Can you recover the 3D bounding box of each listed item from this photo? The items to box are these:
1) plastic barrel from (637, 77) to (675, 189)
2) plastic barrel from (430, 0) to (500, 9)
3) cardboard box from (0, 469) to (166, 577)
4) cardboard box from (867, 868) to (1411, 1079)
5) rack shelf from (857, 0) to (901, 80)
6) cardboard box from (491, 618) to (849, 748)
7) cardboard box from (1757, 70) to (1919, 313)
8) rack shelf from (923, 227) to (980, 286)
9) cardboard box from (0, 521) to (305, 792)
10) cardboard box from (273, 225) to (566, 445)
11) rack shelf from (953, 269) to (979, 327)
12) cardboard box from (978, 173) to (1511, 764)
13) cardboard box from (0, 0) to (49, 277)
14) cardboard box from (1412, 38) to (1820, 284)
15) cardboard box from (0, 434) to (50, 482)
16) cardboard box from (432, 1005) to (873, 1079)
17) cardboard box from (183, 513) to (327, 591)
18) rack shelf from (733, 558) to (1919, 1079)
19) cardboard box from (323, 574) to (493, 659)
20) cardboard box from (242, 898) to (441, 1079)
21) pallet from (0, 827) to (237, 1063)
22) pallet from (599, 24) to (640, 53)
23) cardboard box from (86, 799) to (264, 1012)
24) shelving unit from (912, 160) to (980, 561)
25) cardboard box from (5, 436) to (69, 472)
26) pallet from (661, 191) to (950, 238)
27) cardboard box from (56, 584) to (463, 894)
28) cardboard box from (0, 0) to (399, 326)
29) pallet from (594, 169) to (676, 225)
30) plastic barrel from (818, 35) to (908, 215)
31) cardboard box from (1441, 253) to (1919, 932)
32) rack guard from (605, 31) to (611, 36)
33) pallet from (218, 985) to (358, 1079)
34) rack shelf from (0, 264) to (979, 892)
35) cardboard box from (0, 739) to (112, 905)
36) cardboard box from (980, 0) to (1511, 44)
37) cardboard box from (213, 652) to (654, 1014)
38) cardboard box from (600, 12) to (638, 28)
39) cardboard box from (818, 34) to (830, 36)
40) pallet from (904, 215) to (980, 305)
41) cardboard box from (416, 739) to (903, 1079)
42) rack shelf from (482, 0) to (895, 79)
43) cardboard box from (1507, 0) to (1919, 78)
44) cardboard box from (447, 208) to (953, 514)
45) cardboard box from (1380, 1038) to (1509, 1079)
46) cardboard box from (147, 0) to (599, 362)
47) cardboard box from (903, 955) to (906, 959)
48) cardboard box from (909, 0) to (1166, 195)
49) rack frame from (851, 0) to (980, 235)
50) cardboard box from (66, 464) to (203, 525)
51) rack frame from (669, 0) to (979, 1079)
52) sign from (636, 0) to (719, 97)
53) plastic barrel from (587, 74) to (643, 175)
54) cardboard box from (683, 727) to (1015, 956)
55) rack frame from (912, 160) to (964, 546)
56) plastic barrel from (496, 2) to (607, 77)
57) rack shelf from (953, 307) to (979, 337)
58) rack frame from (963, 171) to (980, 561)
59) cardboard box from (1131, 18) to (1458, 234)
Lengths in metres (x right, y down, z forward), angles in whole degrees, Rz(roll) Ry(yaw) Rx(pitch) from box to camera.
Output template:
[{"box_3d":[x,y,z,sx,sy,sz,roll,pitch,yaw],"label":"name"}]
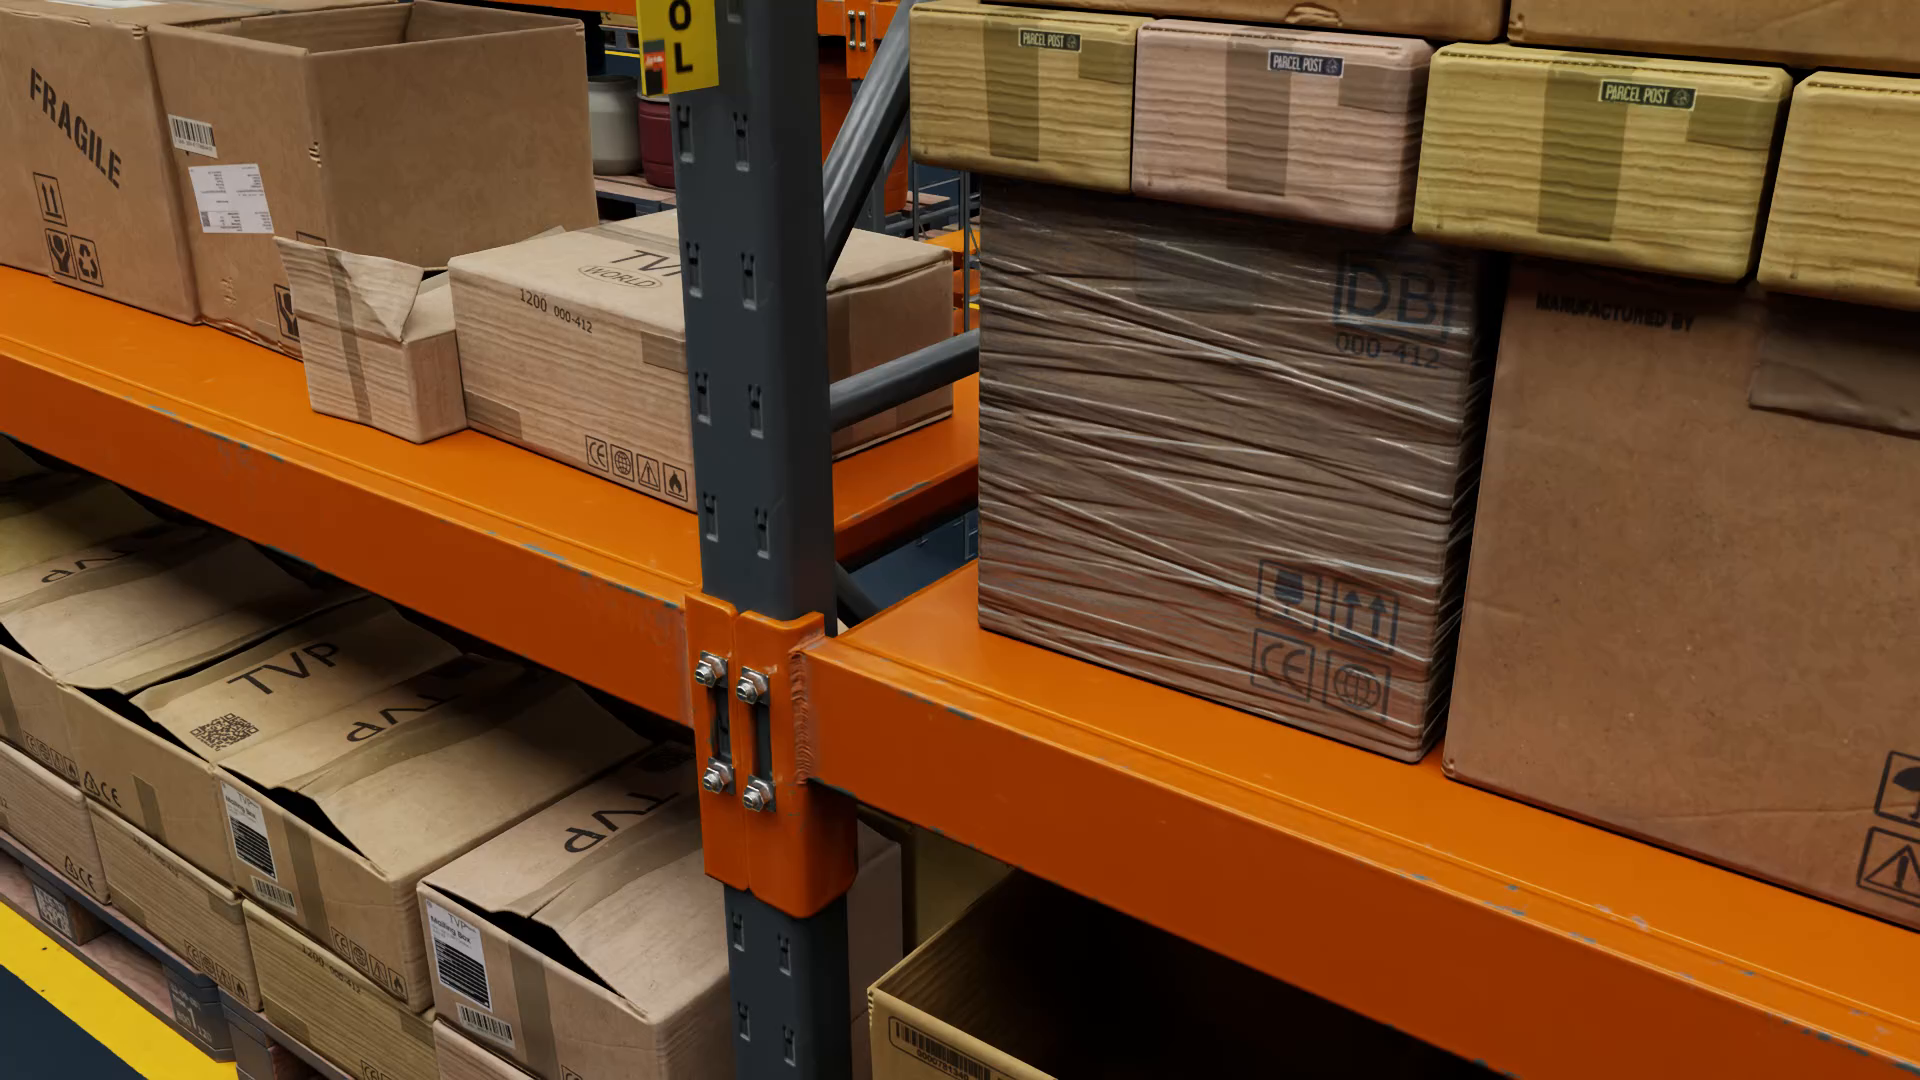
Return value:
[{"box_3d":[-1.470,-2.288,9.192,0.708,0.588,0.600,17,29,33],"label":"plastic barrel"},{"box_3d":[-2.940,-2.875,10.138,0.708,0.901,0.600,17,29,33],"label":"plastic barrel"},{"box_3d":[-2.063,0.063,3.580,0.500,0.311,0.500,16,28,32],"label":"cardboard box"},{"box_3d":[0.246,0.687,1.929,0.500,0.500,0.500,17,29,33],"label":"cardboard box"},{"box_3d":[1.436,-2.000,6.962,4.000,0.370,1.077,17,29,33],"label":"rack shelf"},{"box_3d":[-0.516,0.258,3.139,0.500,0.311,0.500,16,29,33],"label":"cardboard box"},{"box_3d":[0.781,-0.278,1.233,0.250,0.149,0.380,17,29,33],"label":"cardboard box"},{"box_3d":[0.012,-0.834,4.873,0.180,0.103,0.258,17,29,33],"label":"rack shelf"},{"box_3d":[-1.651,0.187,3.299,0.500,0.311,0.500,16,29,33],"label":"cardboard box"},{"box_3d":[-0.751,-0.341,2.470,0.258,0.266,0.396,16,28,32],"label":"cardboard box"},{"box_3d":[0.012,-0.725,4.921,0.180,0.103,0.258,17,29,33],"label":"rack shelf"},{"box_3d":[0.422,-0.189,1.835,0.500,0.500,0.700,16,28,32],"label":"cardboard box"},{"box_3d":[-1.786,-0.861,3.361,0.500,0.500,0.500,15,28,31],"label":"cardboard box"},{"box_3d":[0.570,-0.341,1.376,0.250,0.149,0.380,16,28,32],"label":"cardboard box"},{"box_3d":[-2.470,-0.061,3.862,0.500,0.311,0.500,16,28,32],"label":"cardboard box"},{"box_3d":[-0.443,0.811,2.579,0.500,0.250,0.500,16,29,33],"label":"cardboard box"},{"box_3d":[-1.350,0.009,3.703,0.500,0.311,0.500,18,29,35],"label":"cardboard box"},{"box_3d":[1.663,0.564,1.142,4.000,0.370,1.077,17,29,33],"label":"rack shelf"},{"box_3d":[-0.931,0.133,3.422,0.500,0.311,0.500,16,28,32],"label":"cardboard box"},{"box_3d":[-0.847,0.688,2.858,0.500,0.250,0.500,16,29,33],"label":"cardboard box"},{"box_3d":[-1.531,0.567,3.702,1.213,0.211,1.003,17,29,33],"label":"pallet"},{"box_3d":[-2.909,-4.902,16.113,1.213,0.211,1.003,17,29,33],"label":"pallet"},{"box_3d":[-1.256,0.564,3.139,0.500,0.250,0.500,18,29,34],"label":"cardboard box"},{"box_3d":[0.012,-0.546,5.000,0.189,1.200,0.258,17,29,33],"label":"shelving unit"},{"box_3d":[-2.151,-0.236,4.259,0.500,0.311,0.500,16,29,33],"label":"cardboard box"},{"box_3d":[-0.820,-1.714,8.879,1.213,0.211,1.003,17,29,33],"label":"pallet"},{"box_3d":[-1.251,0.310,3.020,0.500,0.311,0.500,17,29,33],"label":"cardboard box"},{"box_3d":[-1.364,-0.734,3.072,0.500,0.500,0.500,17,29,33],"label":"cardboard box"},{"box_3d":[-1.792,-2.010,9.549,1.213,0.211,1.003,17,29,33],"label":"pallet"},{"box_3d":[-0.566,-2.125,8.524,0.708,0.830,0.600,17,29,33],"label":"plastic barrel"},{"box_3d":[0.847,-0.064,1.551,0.500,0.500,0.700,16,29,33],"label":"cardboard box"},{"box_3d":[-3.615,-5.208,16.450,0.348,0.500,1.175,17,29,33],"label":"rack guard"},{"box_3d":[-0.550,0.862,3.032,1.213,0.211,1.003,17,29,33],"label":"pallet"},{"box_3d":[-1.538,-0.403,3.337,4.000,0.370,1.077,17,29,33],"label":"rack shelf"},{"box_3d":[-1.663,0.441,3.419,0.500,0.250,0.500,18,29,34],"label":"cardboard box"},{"box_3d":[0.422,-0.783,1.574,0.500,0.500,0.700,17,29,34],"label":"cardboard box"},{"box_3d":[-0.853,0.431,2.744,0.500,0.311,0.500,18,29,35],"label":"cardboard box"},{"box_3d":[-3.035,-5.437,15.983,0.875,0.875,0.875,17,29,33],"label":"cardboard box"},{"box_3d":[-0.875,-4.784,14.502,0.875,0.875,0.875,17,29,33],"label":"cardboard box"},{"box_3d":[0.432,-1.337,8.024,1.213,0.211,1.003,17,29,33],"label":"pallet"},{"box_3d":[-0.433,0.555,2.463,0.500,0.311,0.500,17,29,33],"label":"cardboard box"},{"box_3d":[-1.765,-2.968,9.158,4.000,0.370,1.077,17,29,33],"label":"rack shelf"},{"box_3d":[0.827,-0.661,1.297,0.500,0.500,0.700,17,29,33],"label":"cardboard box"},{"box_3d":[-0.357,-0.285,2.363,0.500,0.250,0.500,19,30,36],"label":"cardboard box"},{"box_3d":[0.651,0.806,1.661,0.500,0.500,0.500,17,29,33],"label":"cardboard box"},{"box_3d":[-0.964,-0.613,2.797,0.500,0.500,0.500,19,30,37],"label":"cardboard box"},{"box_3d":[-0.111,0.640,2.967,0.500,0.250,0.500,16,28,32],"label":"cardboard box"},{"box_3d":[0.162,-0.464,1.654,0.250,0.149,0.380,17,29,33],"label":"cardboard box"},{"box_3d":[-0.164,-2.813,7.915,0.127,3.000,1.000,17,29,33],"label":"rack frame"},{"box_3d":[-1.749,-0.113,3.980,0.500,0.311,0.500,17,29,33],"label":"cardboard box"},{"box_3d":[0.063,-0.249,2.094,0.127,3.000,1.000,17,29,33],"label":"rack frame"},{"box_3d":[-0.255,-0.565,1.474,0.005,0.325,0.100,17,29,33],"label":"sign"},{"box_3d":[-1.975,-2.361,9.452,0.421,0.512,0.421,0,24,0],"label":"plastic barrel"},{"box_3d":[-0.119,0.380,2.860,0.500,0.311,0.500,17,29,33],"label":"cardboard box"},{"box_3d":[-0.062,-0.568,5.050,0.006,1.200,0.240,17,29,33],"label":"rack frame"},{"box_3d":[-2.373,-2.704,9.749,0.708,0.901,0.600,17,29,33],"label":"plastic barrel"},{"box_3d":[0.012,-0.615,4.970,0.180,0.103,0.258,17,29,33],"label":"rack shelf"},{"box_3d":[0.085,-0.523,4.950,0.006,1.200,0.240,17,29,33],"label":"rack frame"},{"box_3d":[0.362,-0.403,1.517,0.250,0.149,0.380,17,29,34],"label":"cardboard box"}]
